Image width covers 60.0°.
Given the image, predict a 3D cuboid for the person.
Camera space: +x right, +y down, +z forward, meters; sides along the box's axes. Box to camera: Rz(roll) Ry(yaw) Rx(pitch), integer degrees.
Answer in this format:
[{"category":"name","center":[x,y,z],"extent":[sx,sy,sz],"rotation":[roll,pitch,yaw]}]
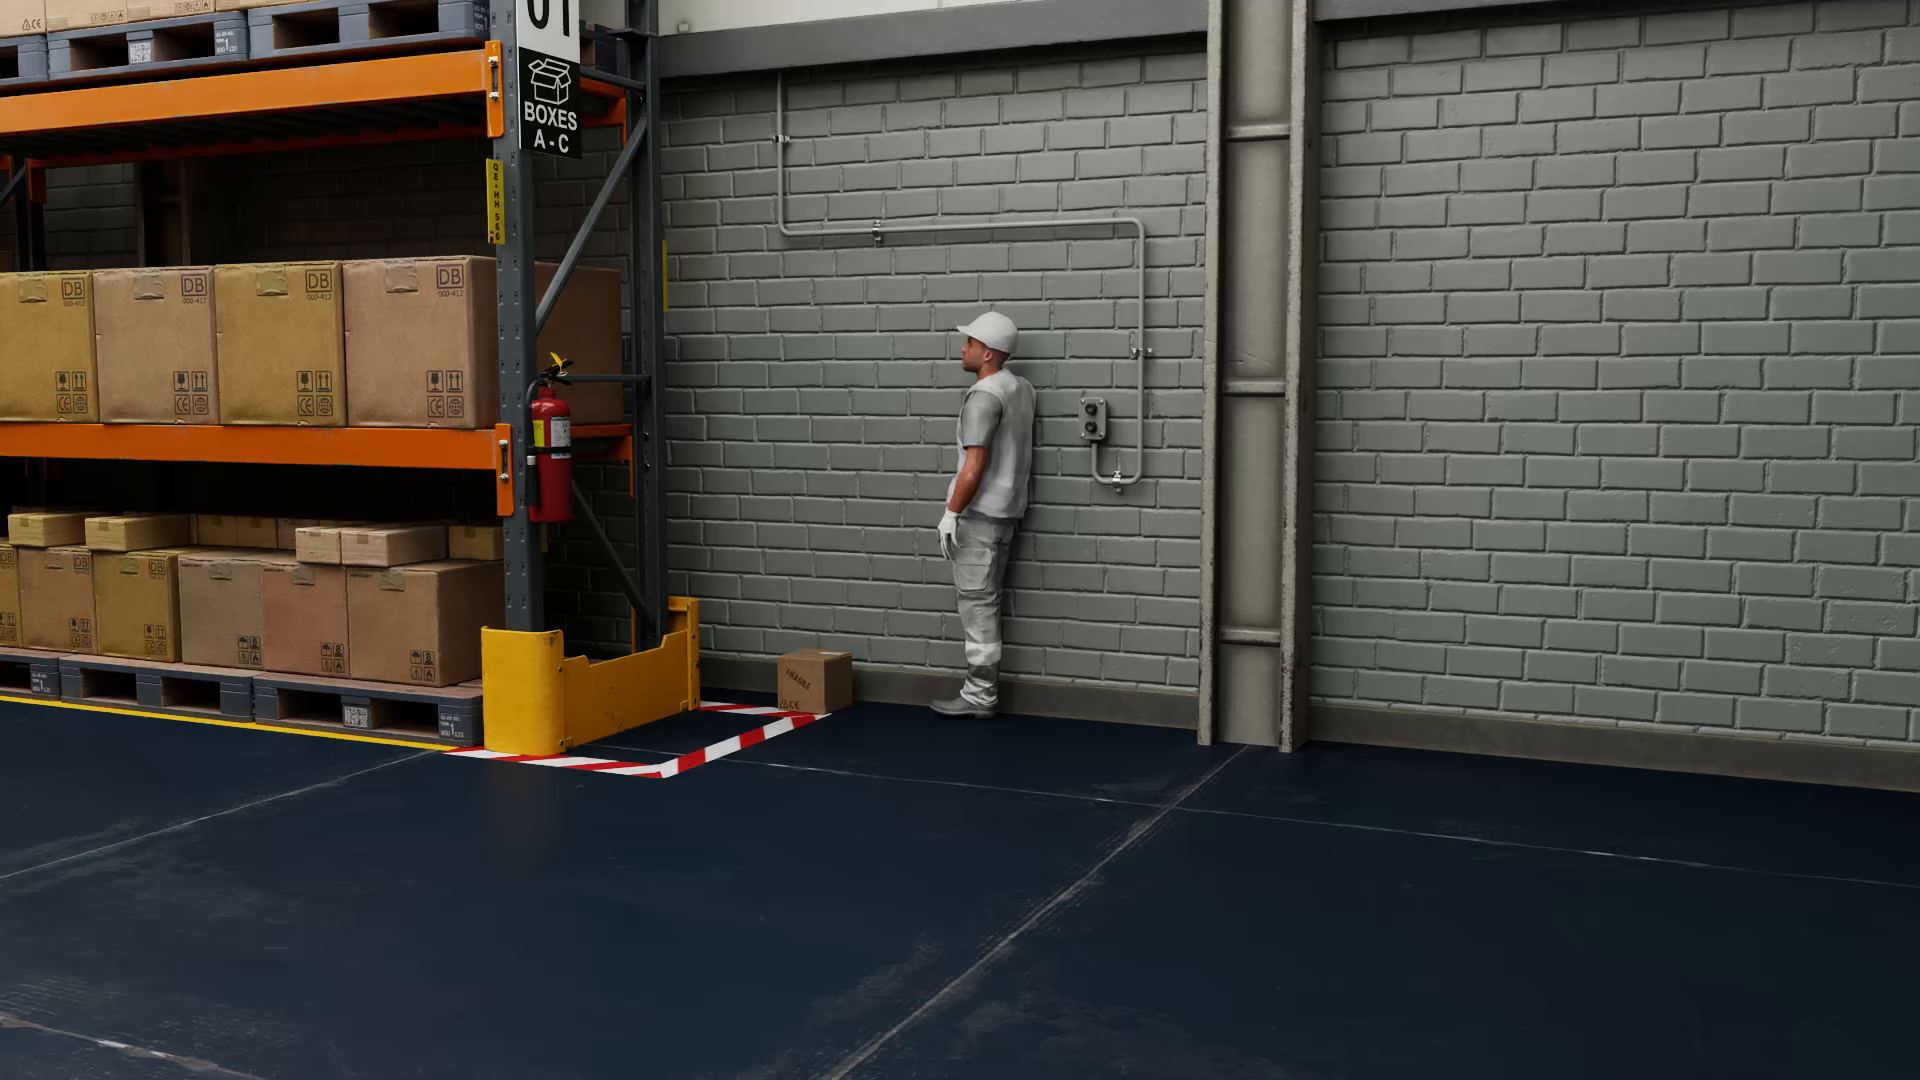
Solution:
[{"category":"person","center":[0.039,-0.107,7.367],"extent":[0.564,1.787,0.637],"rotation":[2,6,24]}]
